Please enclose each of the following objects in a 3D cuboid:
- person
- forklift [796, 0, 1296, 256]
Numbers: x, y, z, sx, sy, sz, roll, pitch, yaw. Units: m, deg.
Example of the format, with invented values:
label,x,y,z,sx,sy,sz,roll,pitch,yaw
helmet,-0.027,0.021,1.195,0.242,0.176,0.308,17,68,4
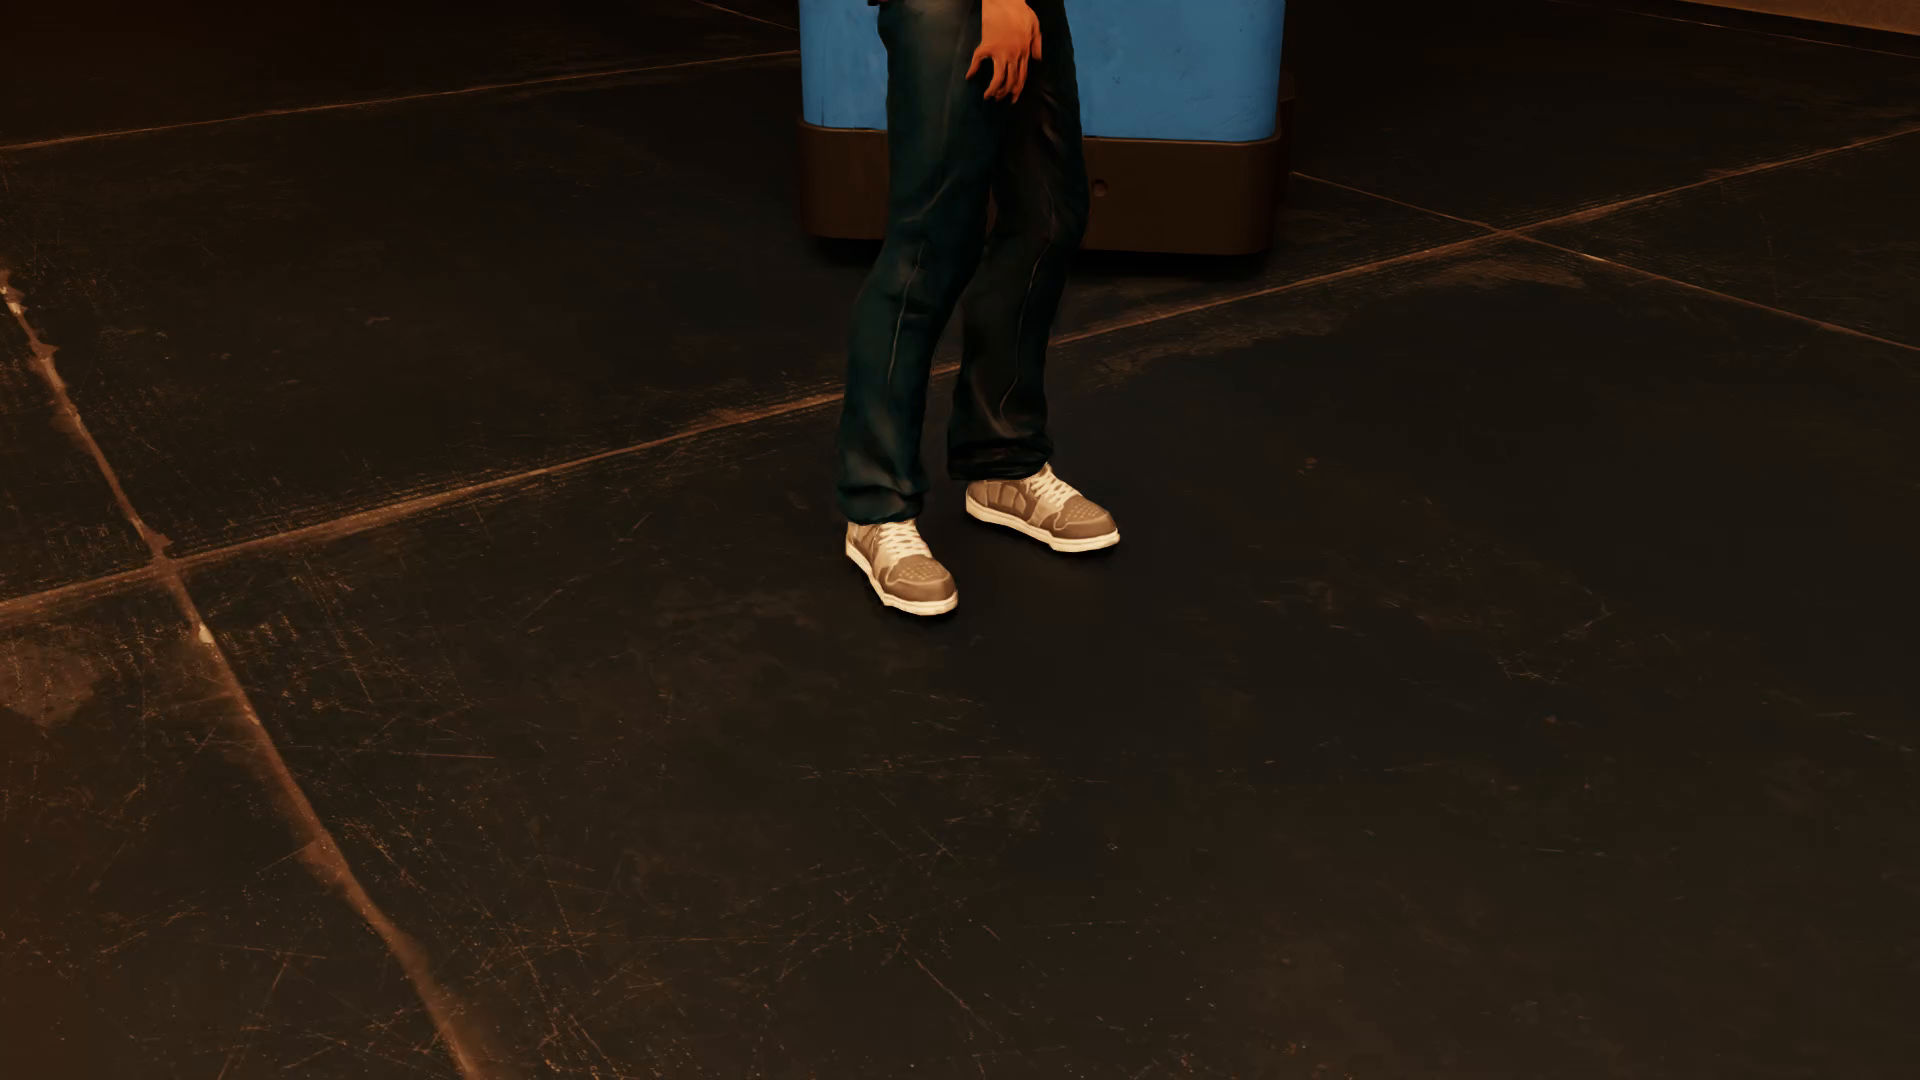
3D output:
label,x,y,z,sx,sy,sz,roll,pitch,yaw
person,0.030,-0.708,2.137,0.417,1.591,0.525,4,27,7
forklift,0.376,-2.551,4.316,1.130,2.935,3.031,4,27,8
